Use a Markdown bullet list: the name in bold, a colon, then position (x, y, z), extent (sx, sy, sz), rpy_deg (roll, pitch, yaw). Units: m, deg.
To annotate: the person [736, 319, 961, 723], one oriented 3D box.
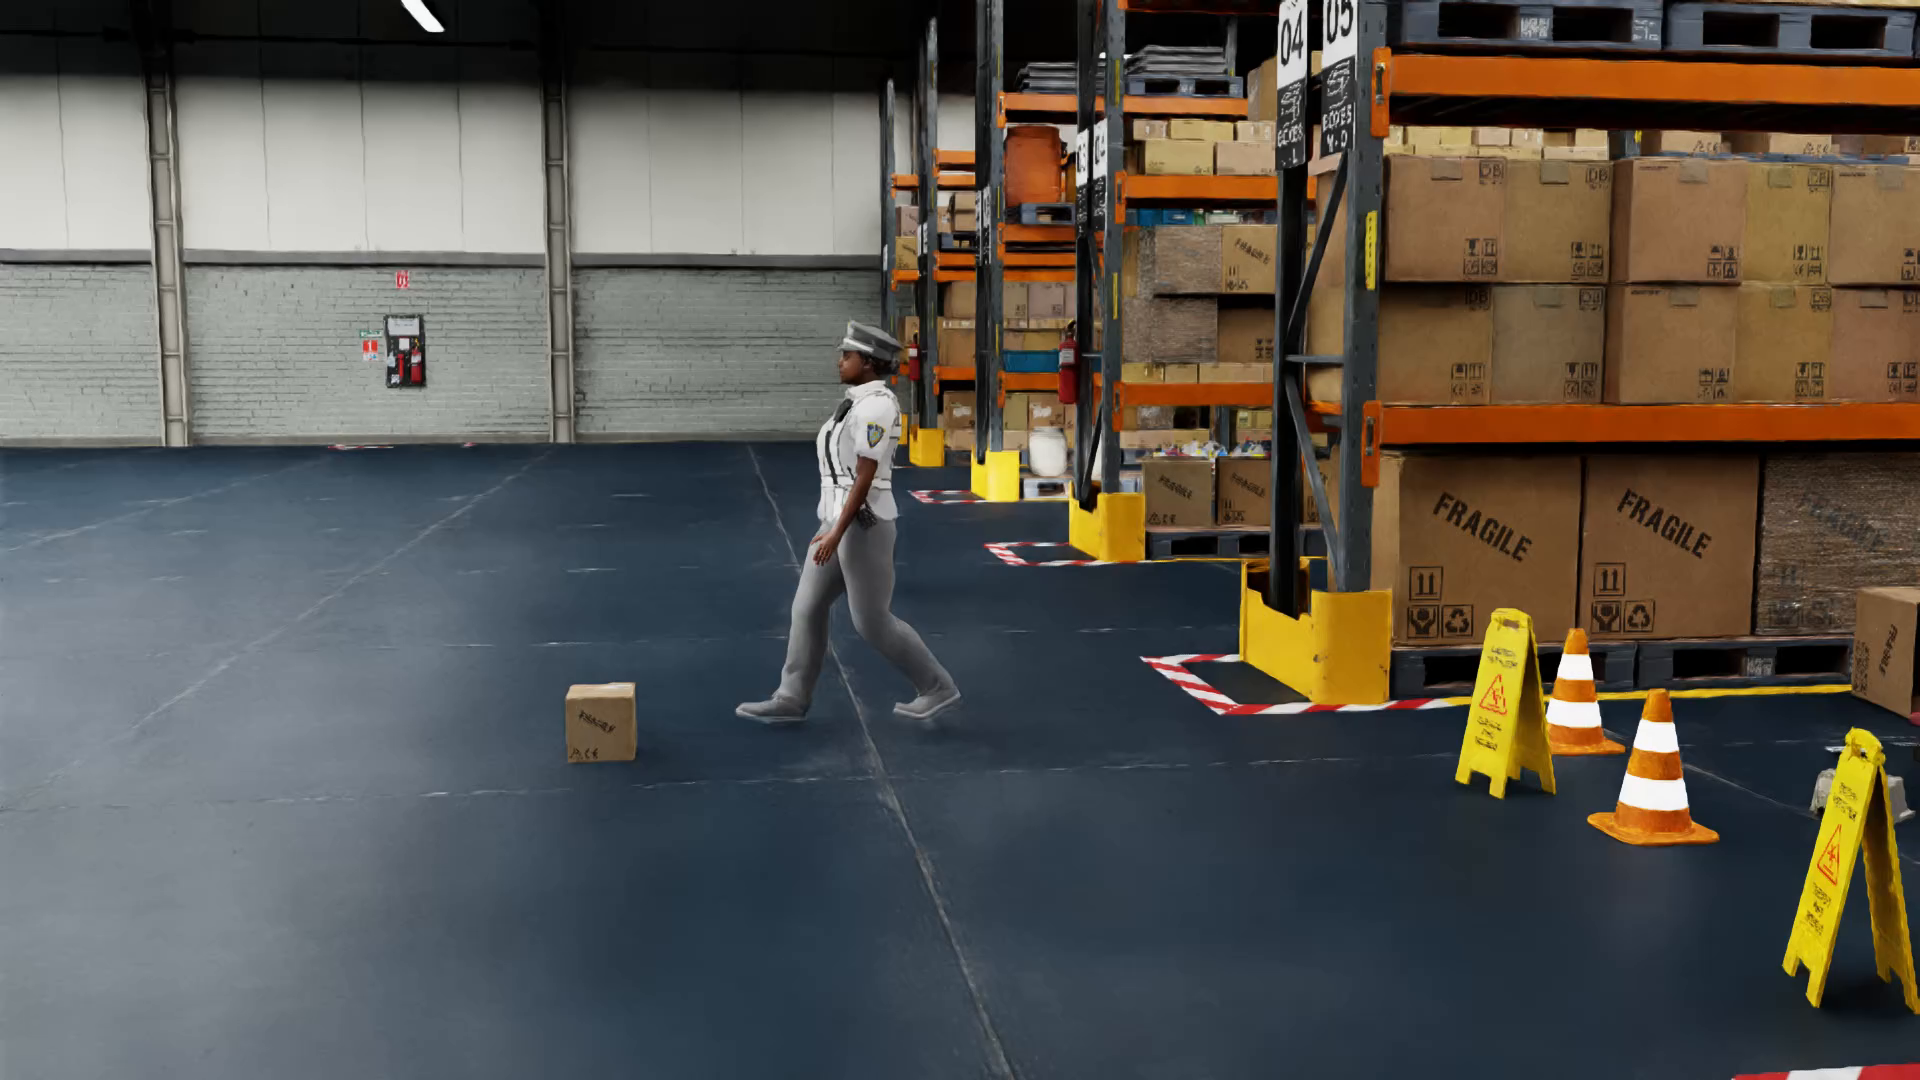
- **person**: position (-0.464, -0.063, 6.737), extent (0.874, 1.653, 0.444), rpy_deg (-2, 7, -19)
